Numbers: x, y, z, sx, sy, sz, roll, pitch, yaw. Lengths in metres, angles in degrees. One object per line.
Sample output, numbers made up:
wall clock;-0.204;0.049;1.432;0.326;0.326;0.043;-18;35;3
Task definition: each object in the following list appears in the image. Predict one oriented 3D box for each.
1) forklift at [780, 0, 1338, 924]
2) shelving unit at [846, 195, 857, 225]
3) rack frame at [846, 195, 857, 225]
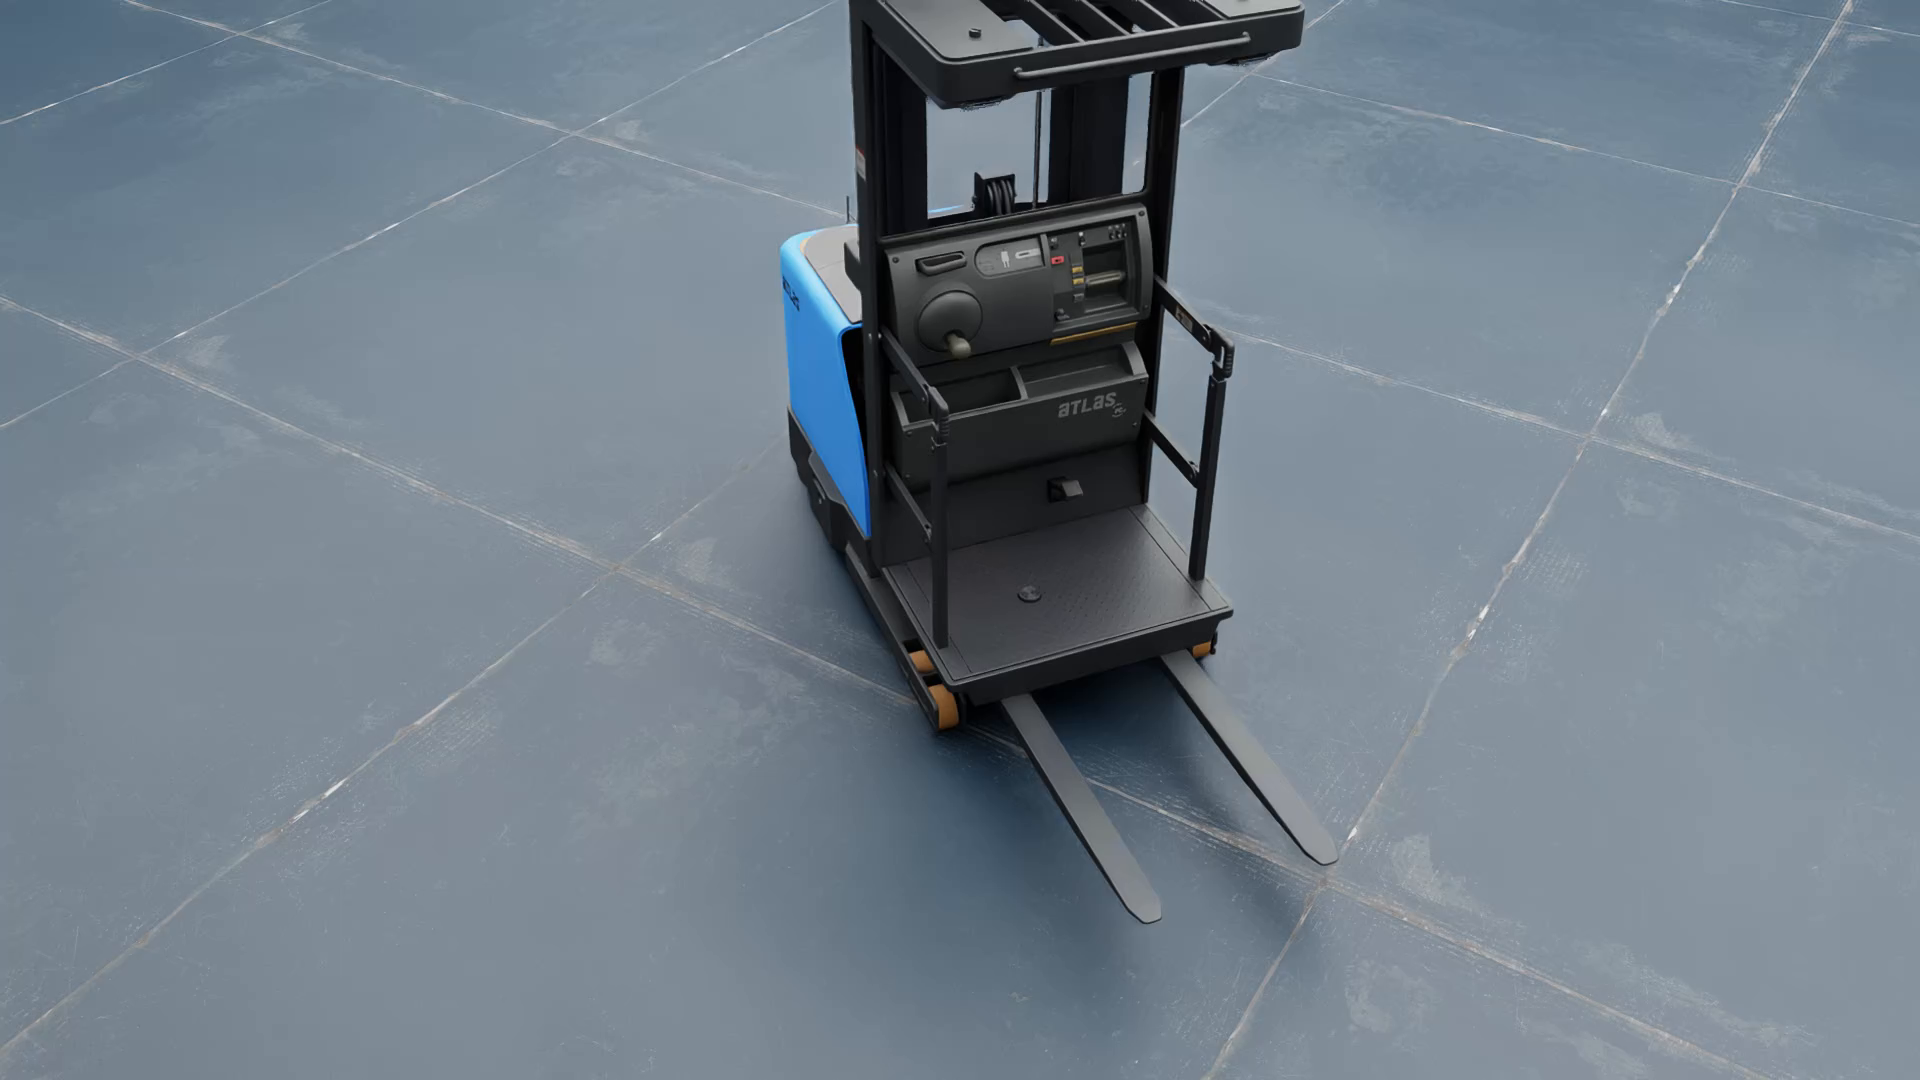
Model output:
forklift;0.292;-0.783;5.365;1.130;2.935;3.031;-14;40;-17
shelving unit;-0.314;-0.978;7.154;0.252;1.050;0.215;-14;38;-17
rack frame;-0.428;-0.951;7.118;0.008;1.050;0.200;-14;38;-17
